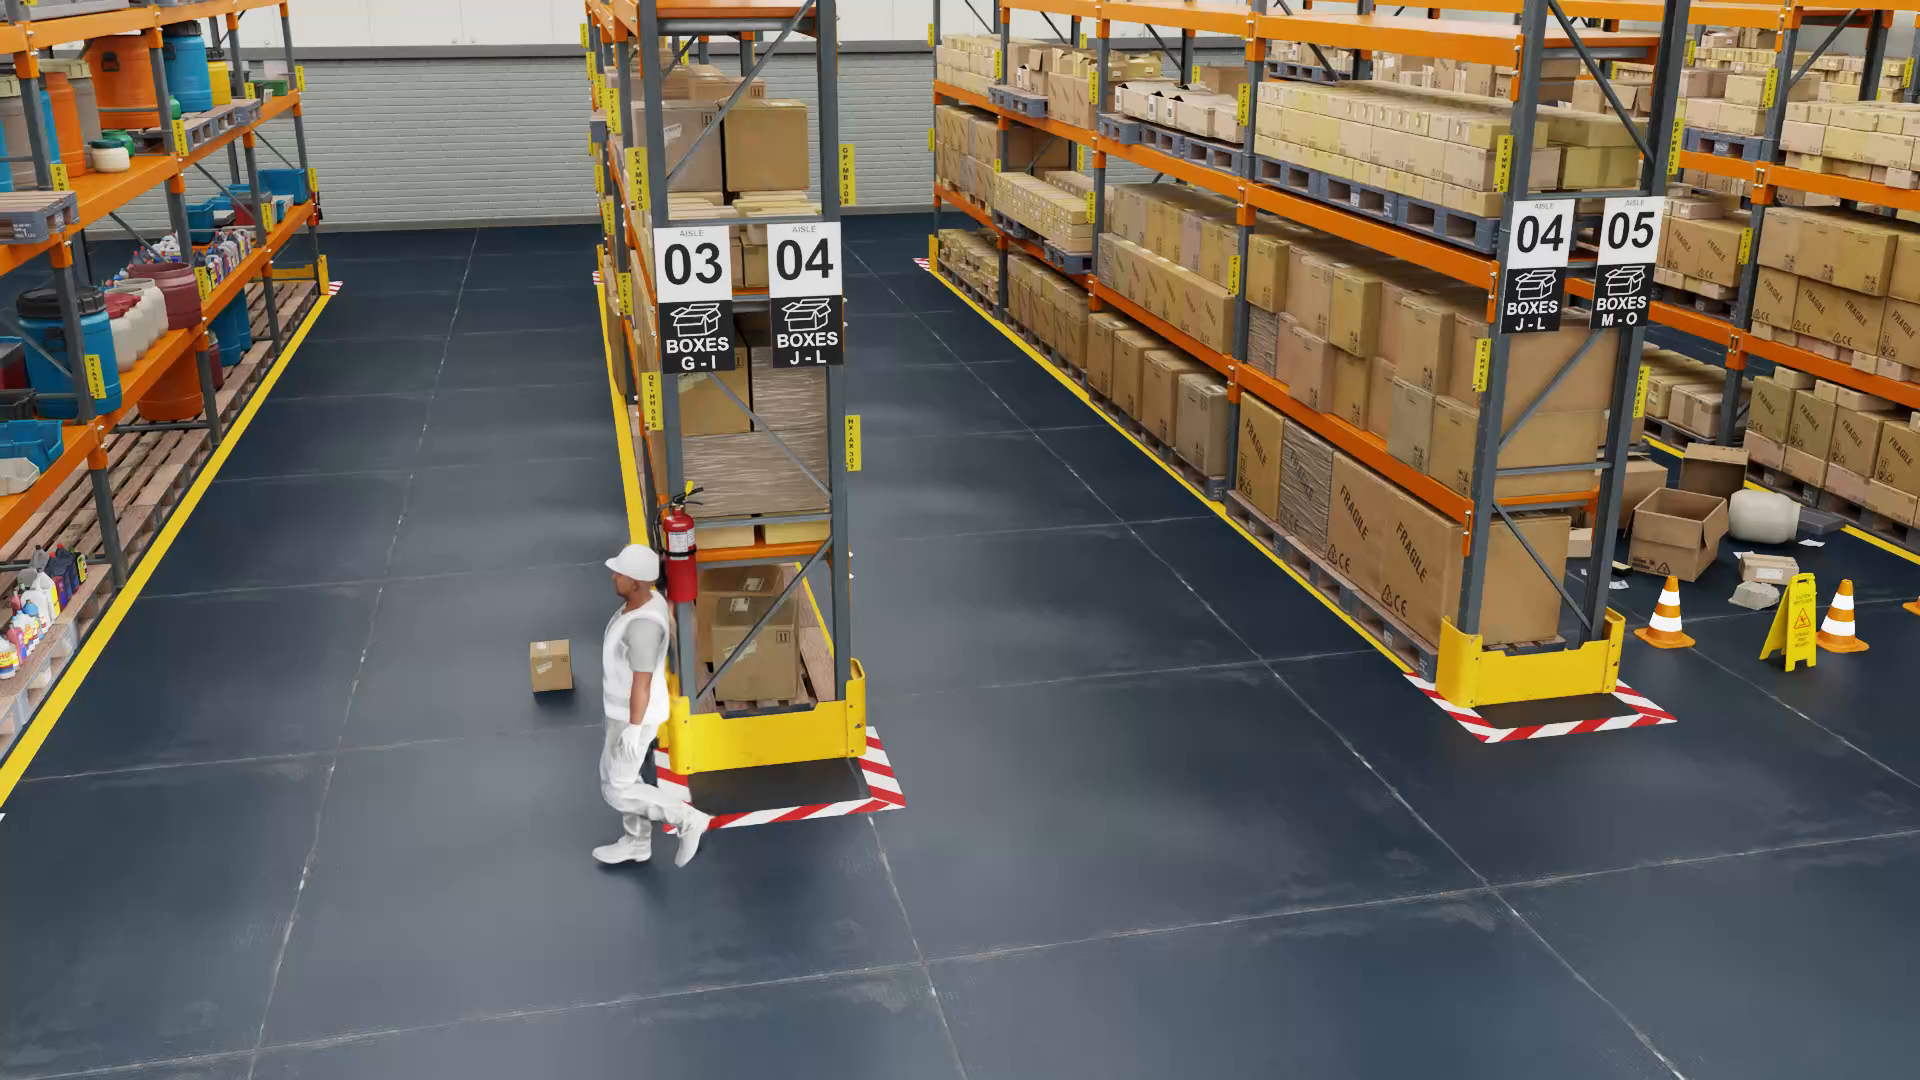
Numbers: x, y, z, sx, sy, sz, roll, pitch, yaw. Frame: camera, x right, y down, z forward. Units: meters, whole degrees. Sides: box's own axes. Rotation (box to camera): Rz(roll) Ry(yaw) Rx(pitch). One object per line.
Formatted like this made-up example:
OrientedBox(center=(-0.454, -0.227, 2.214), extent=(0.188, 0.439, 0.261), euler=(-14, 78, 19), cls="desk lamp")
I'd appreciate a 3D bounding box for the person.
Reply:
OrientedBox(center=(-1.630, 0.867, 8.509), extent=(0.620, 1.768, 0.582), euler=(-4, 20, -11), cls="person")
